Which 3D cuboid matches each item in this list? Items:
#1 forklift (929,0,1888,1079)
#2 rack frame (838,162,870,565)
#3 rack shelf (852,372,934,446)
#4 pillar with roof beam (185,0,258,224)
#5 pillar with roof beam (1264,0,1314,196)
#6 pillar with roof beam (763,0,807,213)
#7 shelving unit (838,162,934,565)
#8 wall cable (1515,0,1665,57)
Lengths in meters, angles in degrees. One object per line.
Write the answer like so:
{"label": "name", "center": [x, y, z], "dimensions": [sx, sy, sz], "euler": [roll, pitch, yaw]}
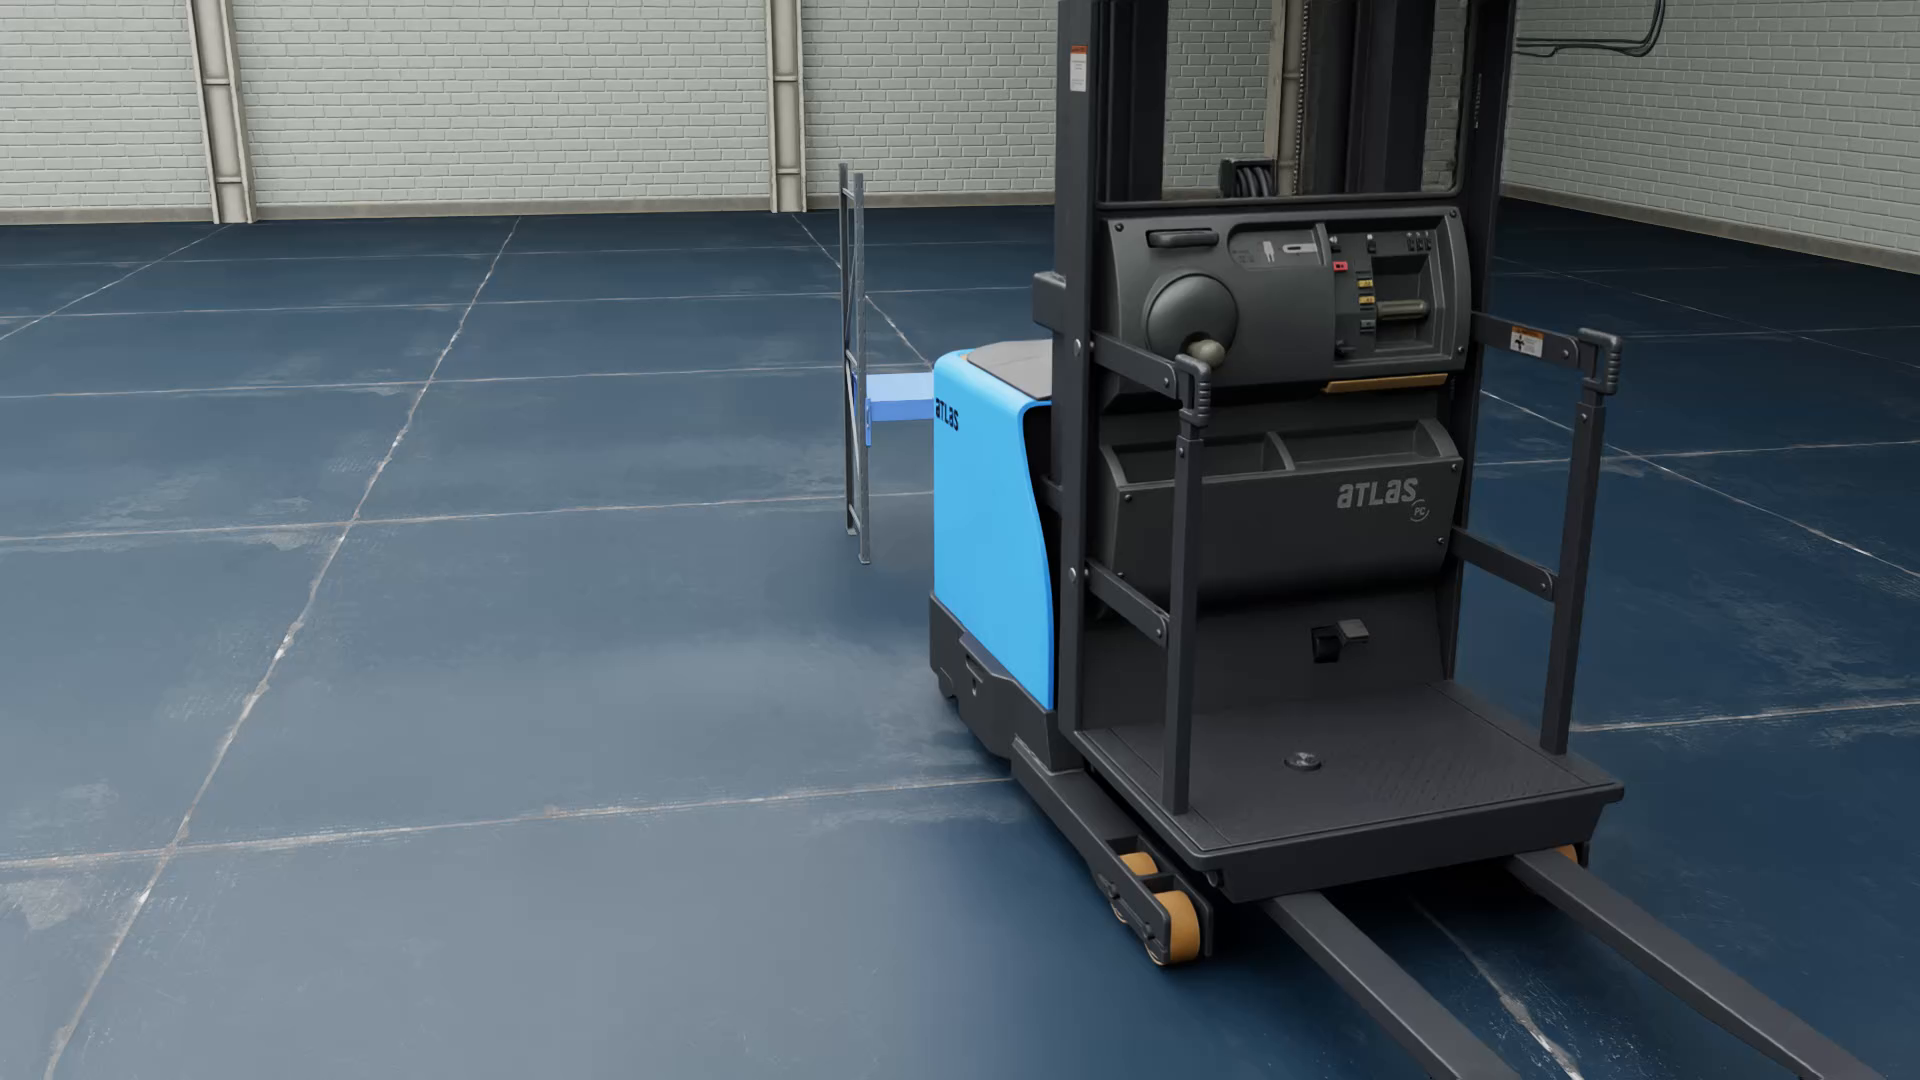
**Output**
{"label": "forklift", "center": [0.855, -0.583, 3.719], "dimensions": [1.130, 2.935, 3.031], "euler": [-6, 18, -18]}
{"label": "rack frame", "center": [-0.415, -0.693, 6.515], "dimensions": [0.032, 1.500, 0.500], "euler": [-3, 17, -10]}
{"label": "rack shelf", "center": [0.084, -0.550, 6.660], "dimensions": [1.000, 0.185, 0.538], "euler": [-3, 17, -10]}
{"label": "pillar with roof beam", "center": [-7.049, -6.520, 12.713], "dimensions": [0.400, 9.000, 9.100], "euler": [-3, 17, -10]}
{"label": "pillar with roof beam", "center": [4.733, -7.188, 14.889], "dimensions": [0.400, 9.000, 9.100], "euler": [-3, 17, -10]}
{"label": "pillar with roof beam", "center": [-1.158, -6.854, 13.801], "dimensions": [0.400, 9.000, 9.100], "euler": [-3, 17, -10]}
{"label": "shelving unit", "center": [0.084, -0.722, 6.607], "dimensions": [1.048, 1.500, 0.538], "euler": [-3, 17, -10]}
{"label": "wall cable", "center": [7.059, -6.728, 18.679], "dimensions": [0.112, 2.526, 3.097], "euler": [-3, 17, -10]}
